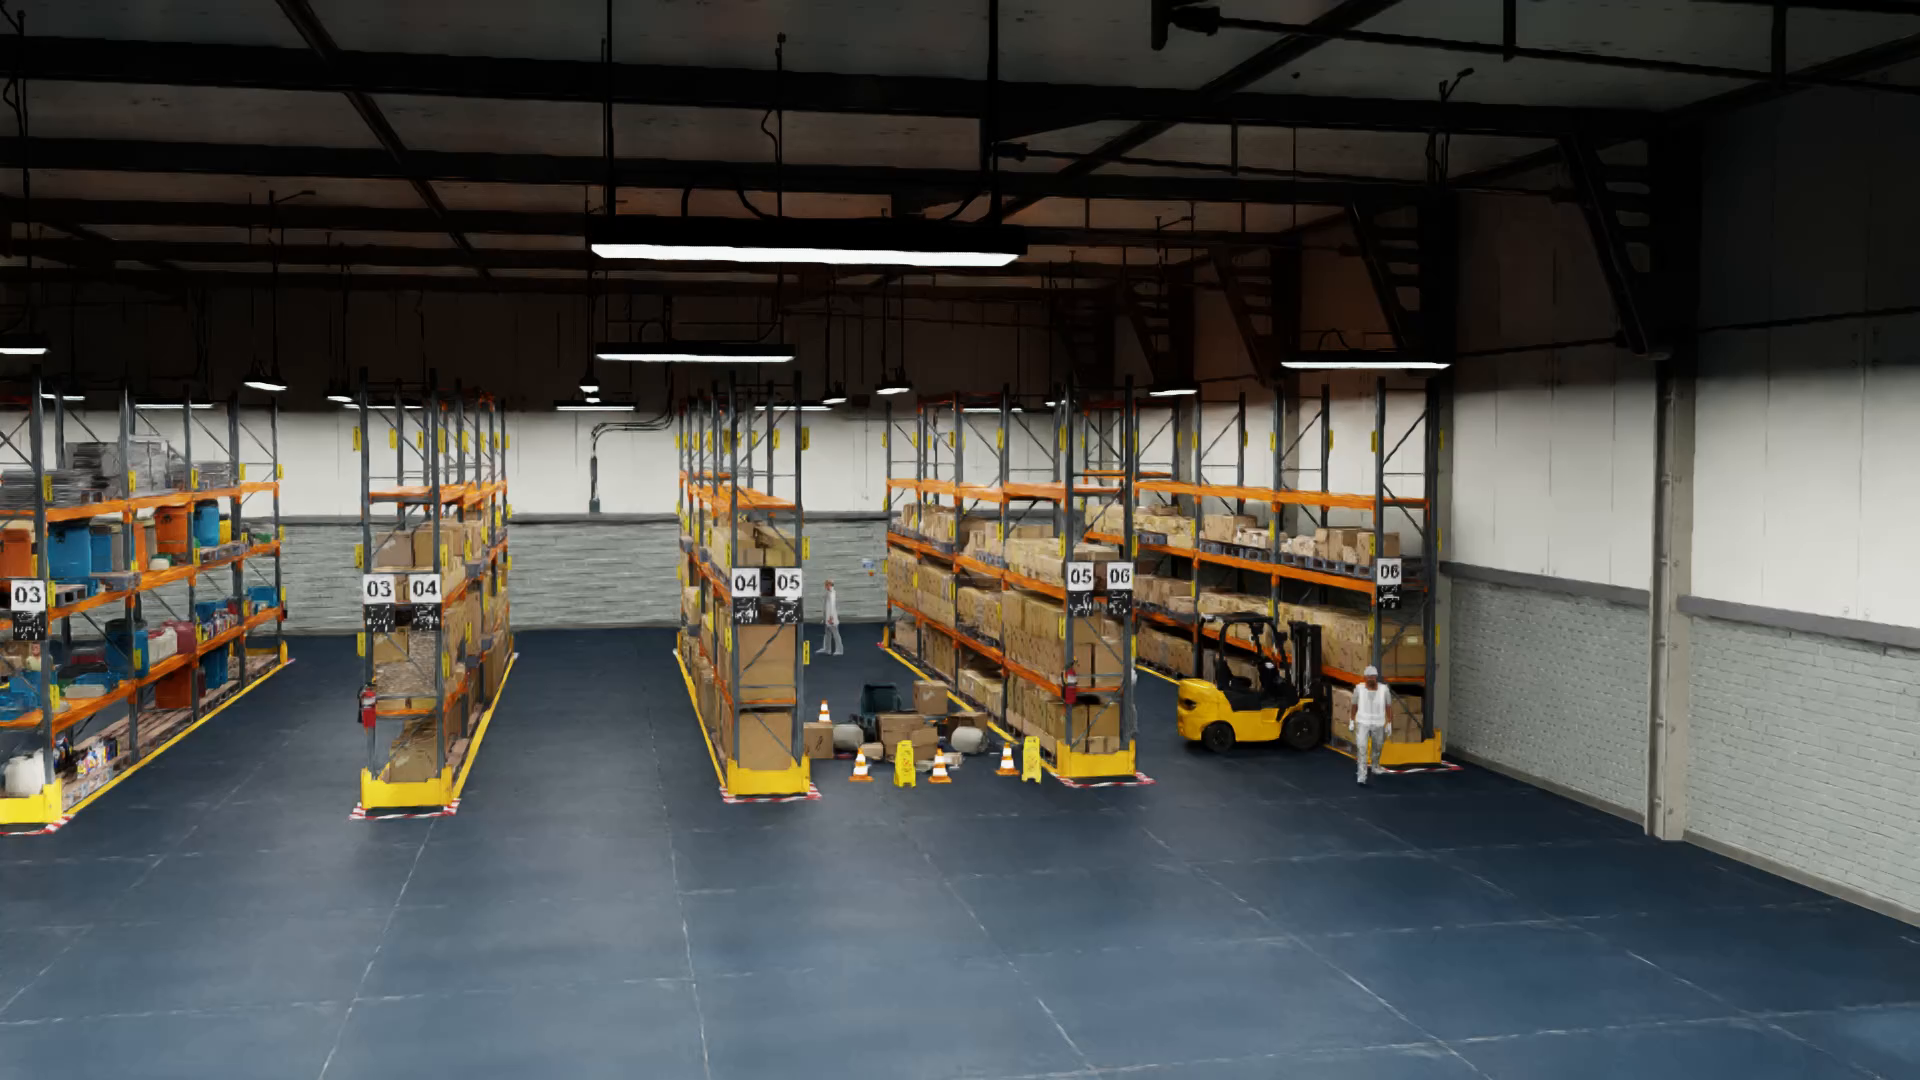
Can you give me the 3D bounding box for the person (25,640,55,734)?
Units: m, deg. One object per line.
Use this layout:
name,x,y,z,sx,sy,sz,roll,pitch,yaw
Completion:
person,-15.788,2.493,28.517,0.448,1.590,1.110,-1,3,-10

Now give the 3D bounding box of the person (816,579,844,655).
person,-3.069,1.788,39.010,0.621,1.775,0.755,-1,3,-10

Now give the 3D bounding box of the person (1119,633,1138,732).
person,2.842,2.448,28.671,0.544,1.667,0.573,1,4,20

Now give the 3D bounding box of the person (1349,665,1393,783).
person,6.049,2.688,24.478,0.605,1.731,0.983,0,3,8
